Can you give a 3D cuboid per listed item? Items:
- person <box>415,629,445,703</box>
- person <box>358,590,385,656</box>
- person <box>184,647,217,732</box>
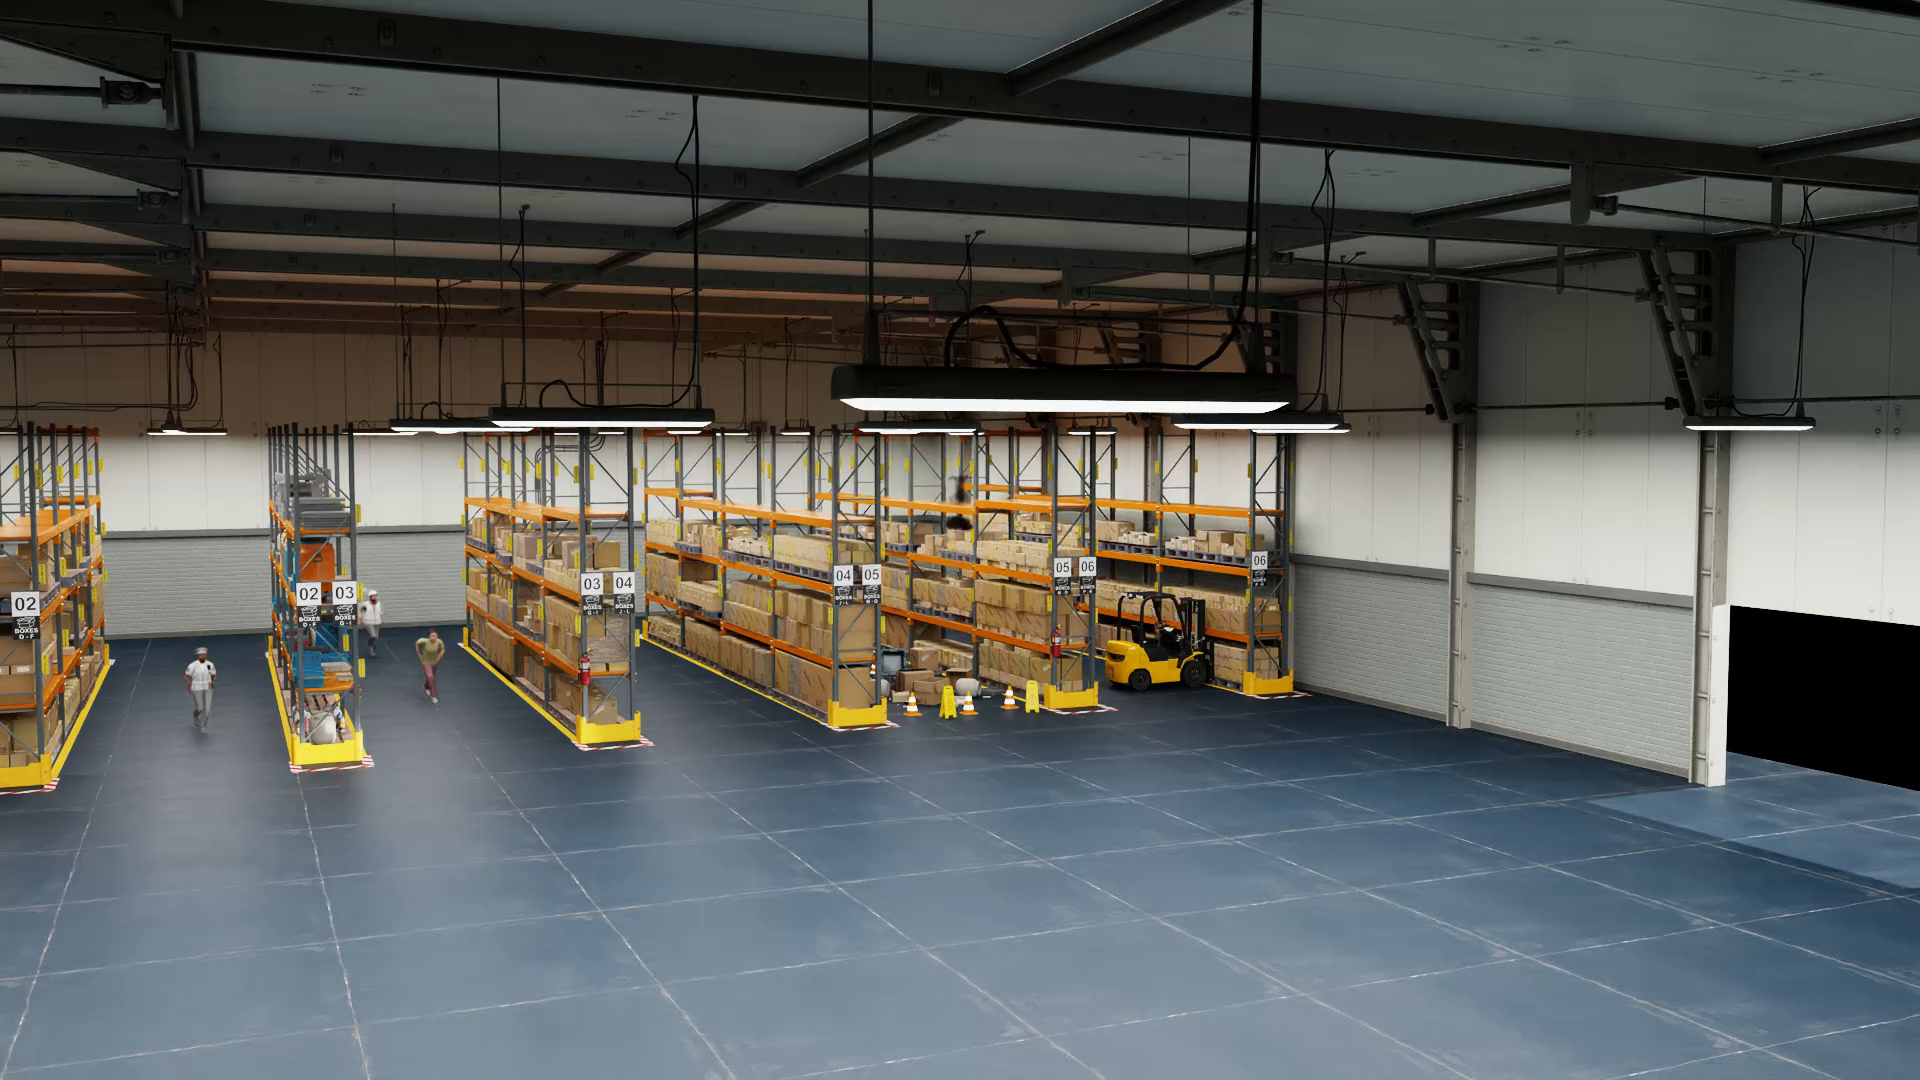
[{"bbox_3d":[-11.587,2.725,36.325,0.615,1.621,1.003,-2,4,-27],"label":"person"},{"bbox_3d":[-15.363,2.183,43.484,0.671,1.730,0.738,-3,5,-42],"label":"person"},{"bbox_3d":[-14.759,2.920,32.393,0.570,1.661,0.553,-3,4,-36],"label":"person"}]
